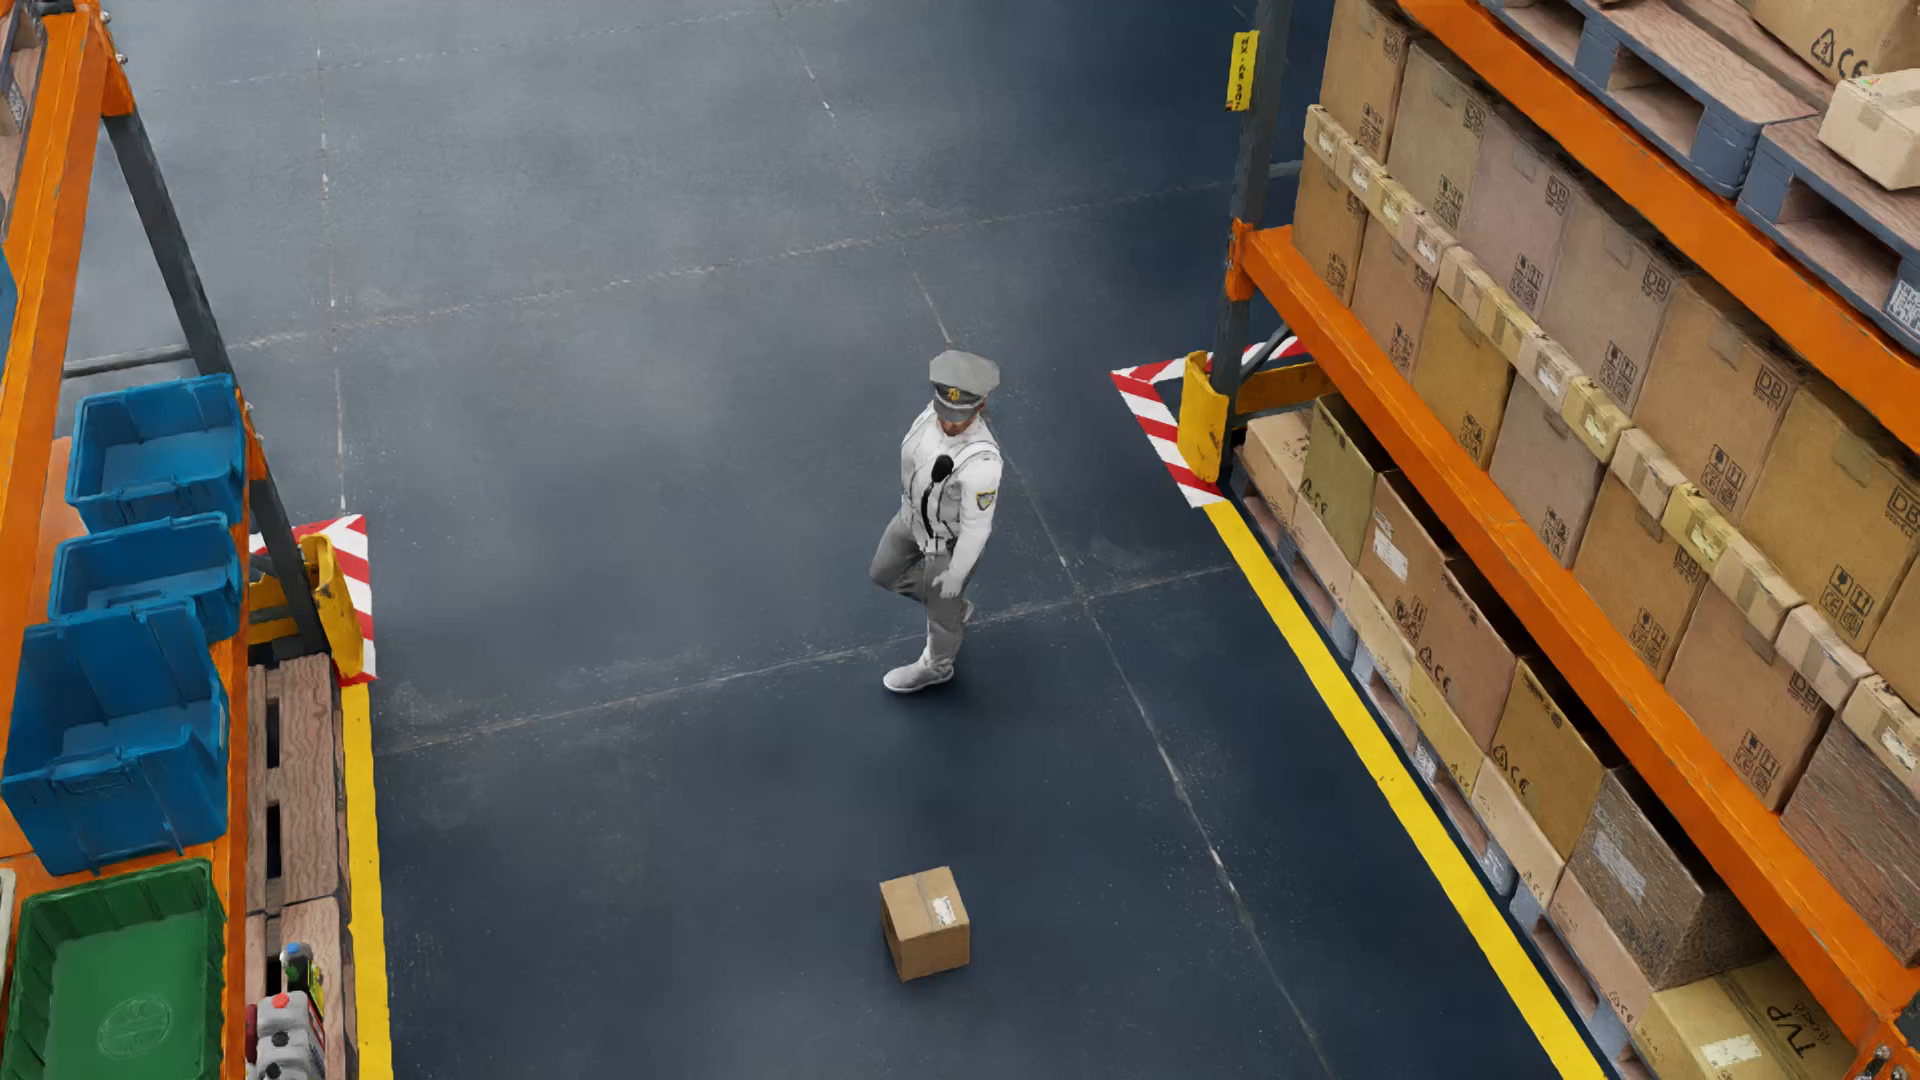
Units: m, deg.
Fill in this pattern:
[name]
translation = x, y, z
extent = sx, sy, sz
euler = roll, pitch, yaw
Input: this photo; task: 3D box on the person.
[person]
translation = -0.077, -0.032, 6.184
extent = 0.424, 1.665, 0.607
euler = -19, 46, -19
